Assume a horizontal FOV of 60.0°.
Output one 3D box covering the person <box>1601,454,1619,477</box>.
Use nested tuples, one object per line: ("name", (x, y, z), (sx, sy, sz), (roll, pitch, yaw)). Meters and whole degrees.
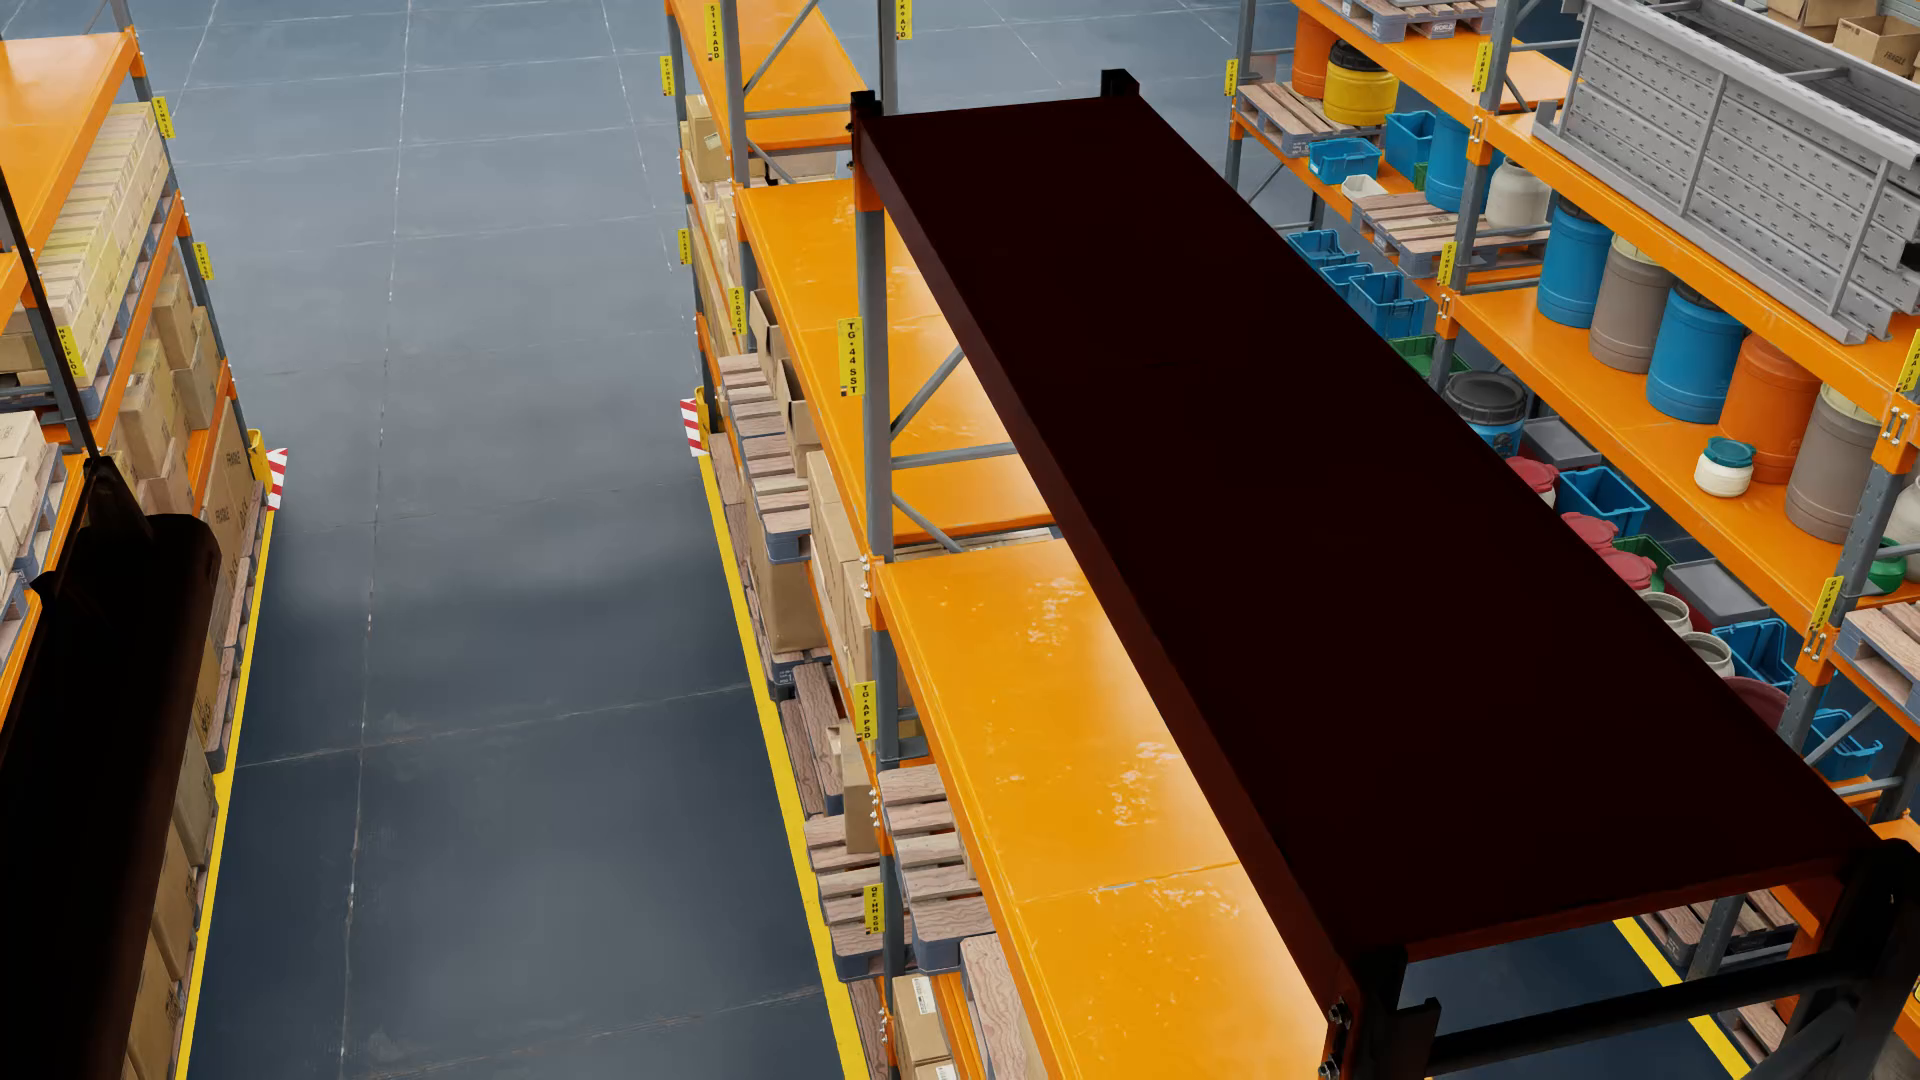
("person", (5.672, -1.359, 14.657), (0.470, 1.669, 0.731), (-26, 42, -33))
